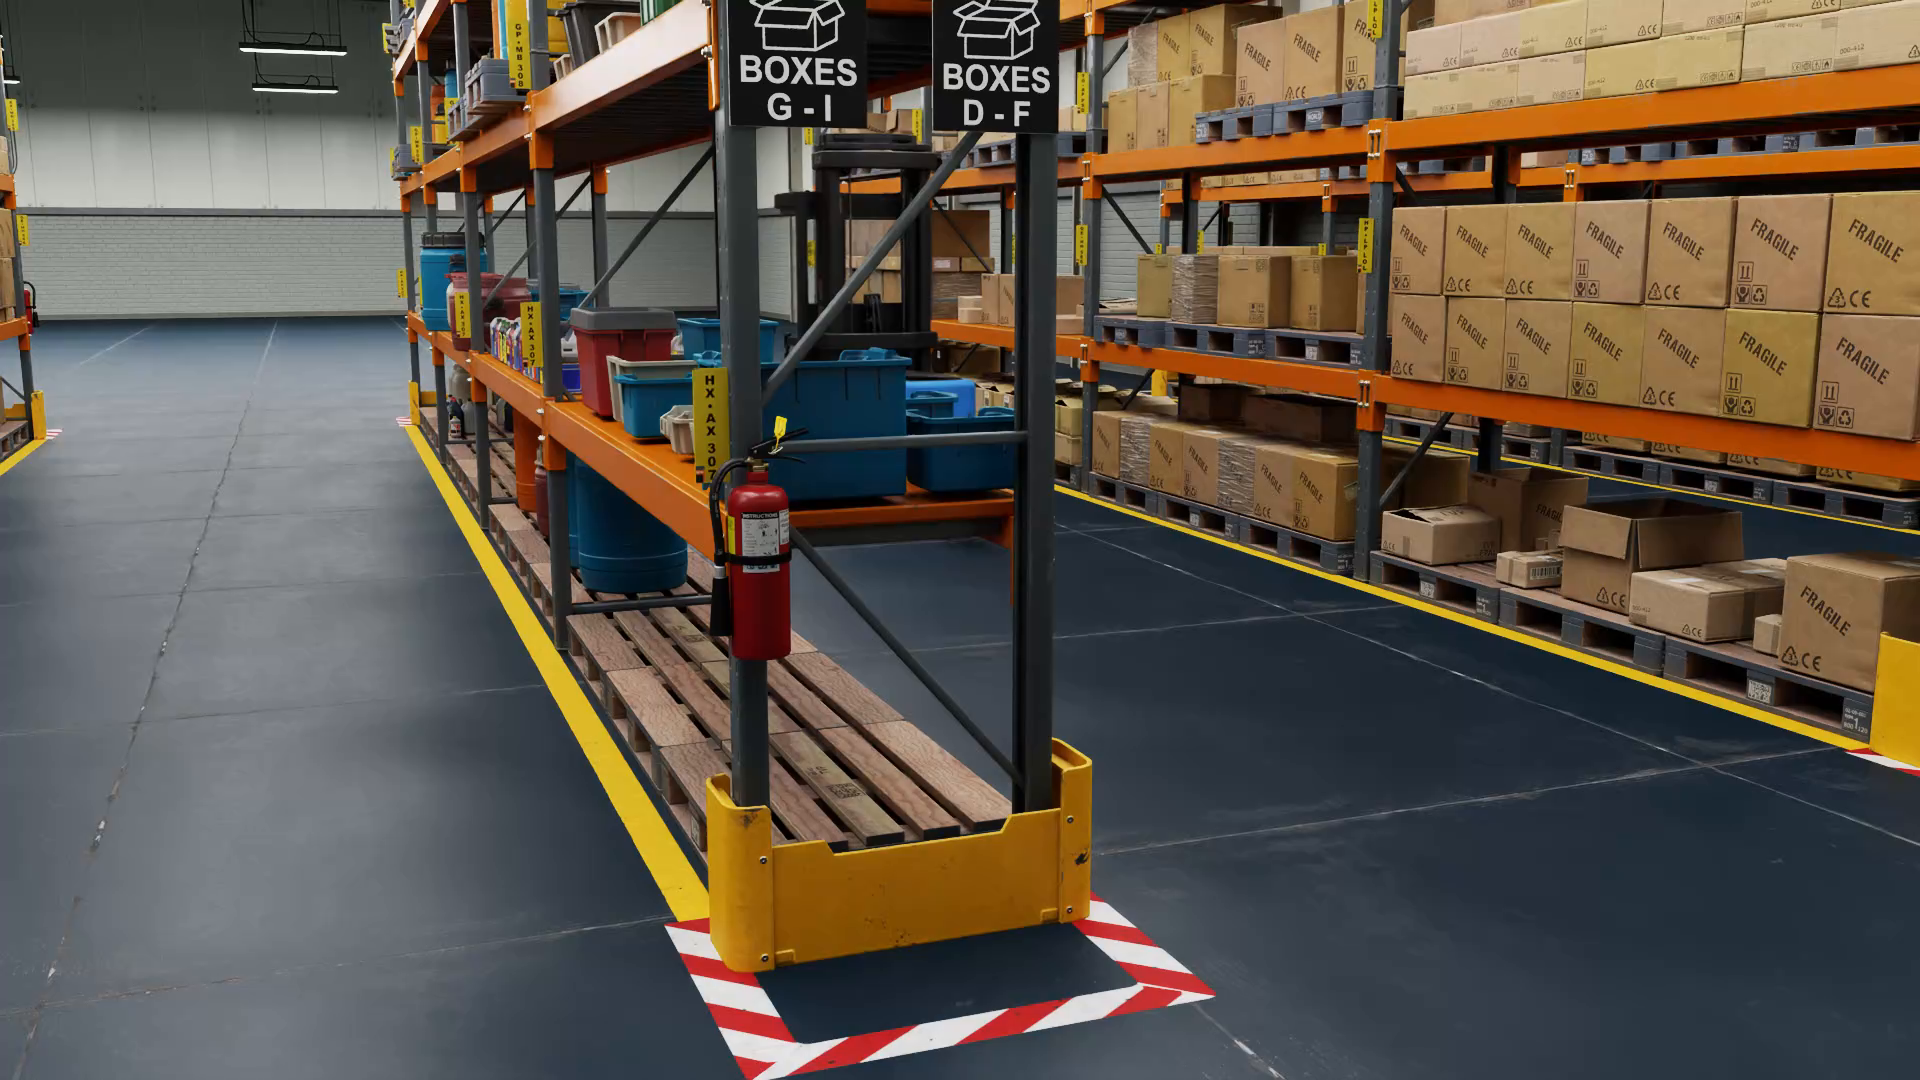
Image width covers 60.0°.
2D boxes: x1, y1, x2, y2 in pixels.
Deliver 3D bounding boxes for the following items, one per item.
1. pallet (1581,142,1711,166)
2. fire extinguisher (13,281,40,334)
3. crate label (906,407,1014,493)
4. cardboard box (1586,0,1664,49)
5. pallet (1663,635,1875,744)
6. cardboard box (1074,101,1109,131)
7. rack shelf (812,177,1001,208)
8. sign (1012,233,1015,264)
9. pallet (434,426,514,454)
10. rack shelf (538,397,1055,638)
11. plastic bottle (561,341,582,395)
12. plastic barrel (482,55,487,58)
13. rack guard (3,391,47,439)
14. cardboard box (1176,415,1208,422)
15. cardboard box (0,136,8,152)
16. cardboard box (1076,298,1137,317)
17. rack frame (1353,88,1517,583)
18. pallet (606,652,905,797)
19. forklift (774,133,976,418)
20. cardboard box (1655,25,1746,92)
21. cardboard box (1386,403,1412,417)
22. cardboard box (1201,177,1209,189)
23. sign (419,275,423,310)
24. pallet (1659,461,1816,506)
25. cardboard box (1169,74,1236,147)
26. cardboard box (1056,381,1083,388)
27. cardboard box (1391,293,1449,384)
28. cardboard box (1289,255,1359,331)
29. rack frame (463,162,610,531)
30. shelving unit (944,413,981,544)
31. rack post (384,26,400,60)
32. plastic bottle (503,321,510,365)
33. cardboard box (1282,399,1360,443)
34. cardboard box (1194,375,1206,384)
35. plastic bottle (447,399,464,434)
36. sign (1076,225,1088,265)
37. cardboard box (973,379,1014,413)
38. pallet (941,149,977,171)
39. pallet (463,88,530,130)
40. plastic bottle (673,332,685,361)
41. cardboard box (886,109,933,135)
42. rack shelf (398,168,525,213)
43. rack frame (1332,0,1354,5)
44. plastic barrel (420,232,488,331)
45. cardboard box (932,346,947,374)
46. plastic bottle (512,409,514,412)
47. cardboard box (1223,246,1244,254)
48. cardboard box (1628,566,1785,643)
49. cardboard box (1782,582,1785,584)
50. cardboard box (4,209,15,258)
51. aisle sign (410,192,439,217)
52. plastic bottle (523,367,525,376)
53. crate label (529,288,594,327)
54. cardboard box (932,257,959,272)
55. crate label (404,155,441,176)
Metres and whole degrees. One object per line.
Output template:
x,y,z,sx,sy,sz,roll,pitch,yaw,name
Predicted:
6.420,-3.498,14.994,1.213,0.211,1.003,-3,11,-18,pallet
-10.224,-2.589,18.128,0.296,0.674,0.183,-4,11,-21,fire extinguisher
0.020,-0.290,5.290,0.416,0.233,0.303,-4,11,-21,crate label
3.451,-2.557,8.163,0.500,0.250,0.500,-4,11,-21,cardboard box
4.103,0.635,7.746,1.003,0.211,1.213,-4,11,-21,pallet
1.305,-3.581,14.152,0.500,0.250,0.500,-5,11,-25,cardboard box
-0.652,-4.003,19.348,1.077,0.370,4.000,-4,11,-21,rack shelf
0.574,-3.121,17.820,0.100,0.325,0.005,-4,11,-21,sign
-4.750,-0.979,16.824,1.003,0.211,1.213,-4,11,-21,pallet
-0.922,-0.254,6.835,1.077,0.370,4.000,-4,11,-21,rack shelf
-2.091,-0.917,8.865,0.152,0.276,0.135,-4,11,-21,plastic bottle
-3.922,-3.788,14.652,0.600,0.901,0.600,0,10,0,plastic barrel
-10.584,-1.336,18.001,1.175,0.500,0.348,-4,11,-21,rack guard
2.080,-0.749,13.448,0.500,0.500,0.500,-3,11,-19,cardboard box
-10.220,-4.152,17.424,0.380,0.149,0.250,-4,11,-21,cardboard box
1.378,-2.015,14.939,0.500,0.311,0.500,-4,11,-22,cardboard box
2.971,-1.248,10.371,1.000,3.000,0.127,-4,11,-21,rack frame
-0.898,0.756,7.069,1.003,0.211,1.213,-4,11,-21,pallet
-0.874,-1.810,13.724,1.130,2.935,3.031,-4,11,-21,forklift
3.625,-2.228,7.745,0.500,0.250,0.500,-4,11,-21,cardboard box
5.204,-1.654,18.538,0.700,0.500,0.500,-4,11,-22,cardboard box
3.288,-4.897,21.979,0.500,0.500,0.500,-3,11,-17,cardboard box
-5.062,-2.343,15.738,0.100,0.325,0.005,-4,11,-21,sign
6.791,-0.511,14.189,1.003,0.211,1.213,-4,11,-21,pallet
2.085,-3.190,12.437,0.910,0.500,0.500,-4,11,-21,cardboard box
1.038,-1.387,16.201,0.500,0.311,0.500,-4,11,-22,cardboard box
2.902,-1.197,9.798,0.500,0.500,0.500,-4,11,-19,cardboard box
2.700,-1.704,11.449,0.700,0.500,0.500,-2,10,-12,cardboard box
-3.096,-1.587,12.278,1.000,3.000,0.127,-4,11,-21,rack frame
0.003,-0.442,11.834,0.258,0.900,0.210,-4,11,-21,shelving unit
-5.840,-5.469,18.398,0.937,0.300,0.954,-3,10,-15,rack post
-2.983,-1.301,11.000,0.061,0.283,0.133,-4,11,-21,plastic bottle
2.661,-0.861,11.934,0.500,0.250,0.500,-4,11,-21,cardboard box
3.405,-2.296,22.683,0.500,0.311,0.500,-5,11,-27,cardboard box
-5.048,-1.239,16.630,0.144,0.351,0.185,-4,11,-22,plastic bottle
1.006,-2.435,13.739,0.100,0.325,0.005,-4,11,-21,sign
0.355,-1.433,16.463,0.500,0.311,0.500,-4,11,-23,cardboard box
0.404,-3.793,16.661,0.805,0.209,1.217,-4,11,-23,pallet
-2.436,-2.625,10.085,1.003,0.211,1.213,-4,11,-21,pallet
-1.487,-0.995,9.087,0.144,0.351,0.185,-4,11,-21,plastic bottle
-0.407,-4.634,18.948,0.797,0.503,0.637,-3,10,-15,cardboard box
-5.271,-3.689,17.584,1.077,0.370,4.000,-4,11,-21,rack shelf
4.688,-5.822,18.958,1.000,3.000,0.127,-4,11,-21,rack frame
-4.688,-2.405,15.442,0.600,0.901,0.708,-4,11,-21,plastic barrel
-0.470,-1.920,18.661,0.500,0.500,0.500,-4,11,-21,cardboard box
-4.494,-1.243,16.845,0.061,0.283,0.133,-4,11,-21,plastic bottle
3.681,-3.480,21.151,0.500,0.500,0.500,-4,11,-19,cardboard box
3.678,0.312,8.196,0.500,0.250,0.500,-4,11,-21,cardboard box
4.307,0.354,7.962,0.500,0.250,0.500,-4,11,-21,cardboard box
-10.182,-3.193,17.313,0.500,0.500,0.500,-4,11,-21,cardboard box
-6.294,-4.166,19.353,0.394,0.787,0.004,-4,11,-21,aisle sign
-2.606,-1.099,10.102,0.097,0.201,0.097,0,10,0,plastic bottle
-3.204,-1.784,13.283,0.502,0.435,0.616,-4,11,-21,crate label
-0.226,-2.953,17.820,0.380,0.149,0.250,-4,11,-21,cardboard box
-5.625,-3.970,17.534,0.502,0.251,0.408,-4,11,-21,crate label
